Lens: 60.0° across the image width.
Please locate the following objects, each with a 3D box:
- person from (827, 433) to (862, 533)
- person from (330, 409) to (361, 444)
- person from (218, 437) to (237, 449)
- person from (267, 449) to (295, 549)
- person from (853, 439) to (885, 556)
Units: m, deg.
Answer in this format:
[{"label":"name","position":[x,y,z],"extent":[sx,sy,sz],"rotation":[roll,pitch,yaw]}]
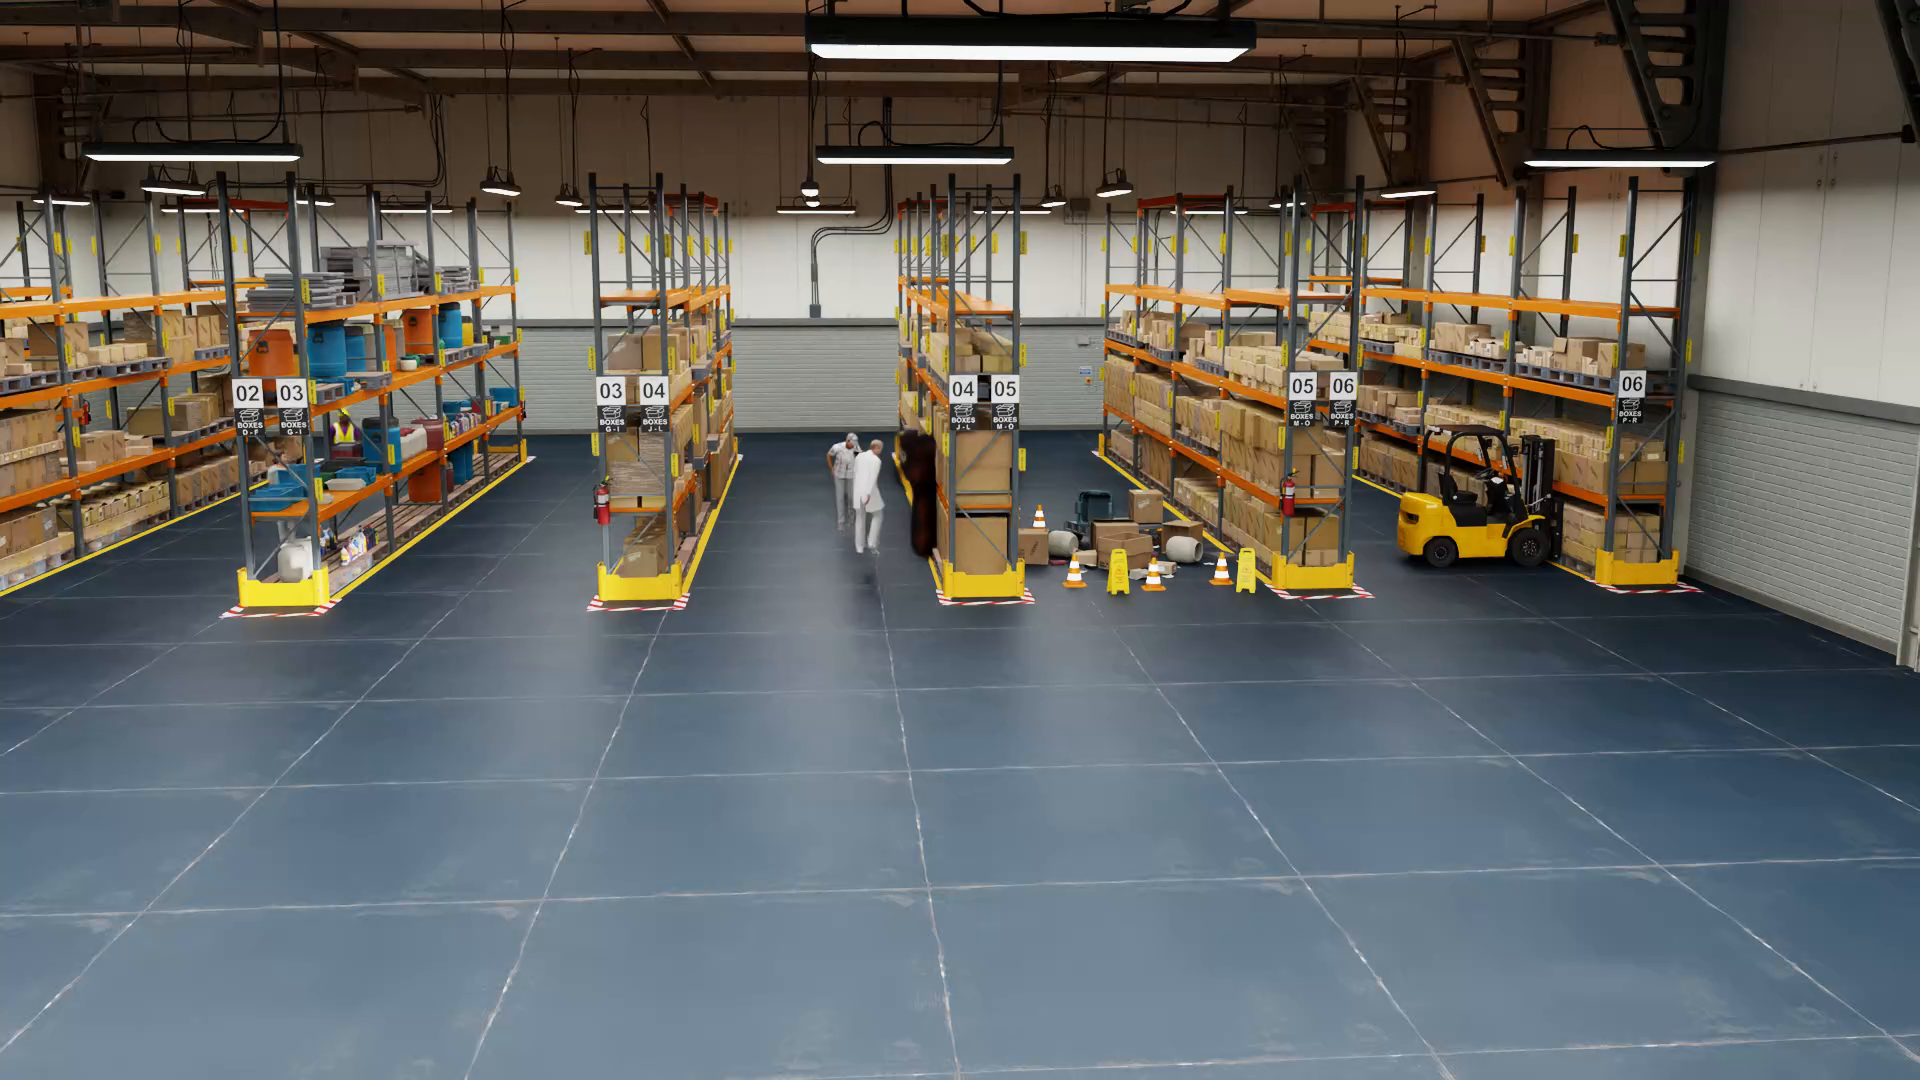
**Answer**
[{"label":"person","position":[-1.946,-1.003,28.297],"extent":[0.629,1.681,0.695],"rotation":[0,10,1]},{"label":"person","position":[-12.563,-1.813,33.975],"extent":[0.727,1.717,1.058],"rotation":[-1,10,-7]},{"label":"person","position":[-17.436,-2.835,39.556],"extent":[0.560,1.773,0.638],"rotation":[-1,10,-6]},{"label":"person","position":[-11.302,-0.683,27.749],"extent":[0.476,1.677,0.377],"rotation":[-8,13,-37]},{"label":"person","position":[-1.462,-0.633,25.829],"extent":[0.559,1.846,0.536],"rotation":[5,11,26]}]
